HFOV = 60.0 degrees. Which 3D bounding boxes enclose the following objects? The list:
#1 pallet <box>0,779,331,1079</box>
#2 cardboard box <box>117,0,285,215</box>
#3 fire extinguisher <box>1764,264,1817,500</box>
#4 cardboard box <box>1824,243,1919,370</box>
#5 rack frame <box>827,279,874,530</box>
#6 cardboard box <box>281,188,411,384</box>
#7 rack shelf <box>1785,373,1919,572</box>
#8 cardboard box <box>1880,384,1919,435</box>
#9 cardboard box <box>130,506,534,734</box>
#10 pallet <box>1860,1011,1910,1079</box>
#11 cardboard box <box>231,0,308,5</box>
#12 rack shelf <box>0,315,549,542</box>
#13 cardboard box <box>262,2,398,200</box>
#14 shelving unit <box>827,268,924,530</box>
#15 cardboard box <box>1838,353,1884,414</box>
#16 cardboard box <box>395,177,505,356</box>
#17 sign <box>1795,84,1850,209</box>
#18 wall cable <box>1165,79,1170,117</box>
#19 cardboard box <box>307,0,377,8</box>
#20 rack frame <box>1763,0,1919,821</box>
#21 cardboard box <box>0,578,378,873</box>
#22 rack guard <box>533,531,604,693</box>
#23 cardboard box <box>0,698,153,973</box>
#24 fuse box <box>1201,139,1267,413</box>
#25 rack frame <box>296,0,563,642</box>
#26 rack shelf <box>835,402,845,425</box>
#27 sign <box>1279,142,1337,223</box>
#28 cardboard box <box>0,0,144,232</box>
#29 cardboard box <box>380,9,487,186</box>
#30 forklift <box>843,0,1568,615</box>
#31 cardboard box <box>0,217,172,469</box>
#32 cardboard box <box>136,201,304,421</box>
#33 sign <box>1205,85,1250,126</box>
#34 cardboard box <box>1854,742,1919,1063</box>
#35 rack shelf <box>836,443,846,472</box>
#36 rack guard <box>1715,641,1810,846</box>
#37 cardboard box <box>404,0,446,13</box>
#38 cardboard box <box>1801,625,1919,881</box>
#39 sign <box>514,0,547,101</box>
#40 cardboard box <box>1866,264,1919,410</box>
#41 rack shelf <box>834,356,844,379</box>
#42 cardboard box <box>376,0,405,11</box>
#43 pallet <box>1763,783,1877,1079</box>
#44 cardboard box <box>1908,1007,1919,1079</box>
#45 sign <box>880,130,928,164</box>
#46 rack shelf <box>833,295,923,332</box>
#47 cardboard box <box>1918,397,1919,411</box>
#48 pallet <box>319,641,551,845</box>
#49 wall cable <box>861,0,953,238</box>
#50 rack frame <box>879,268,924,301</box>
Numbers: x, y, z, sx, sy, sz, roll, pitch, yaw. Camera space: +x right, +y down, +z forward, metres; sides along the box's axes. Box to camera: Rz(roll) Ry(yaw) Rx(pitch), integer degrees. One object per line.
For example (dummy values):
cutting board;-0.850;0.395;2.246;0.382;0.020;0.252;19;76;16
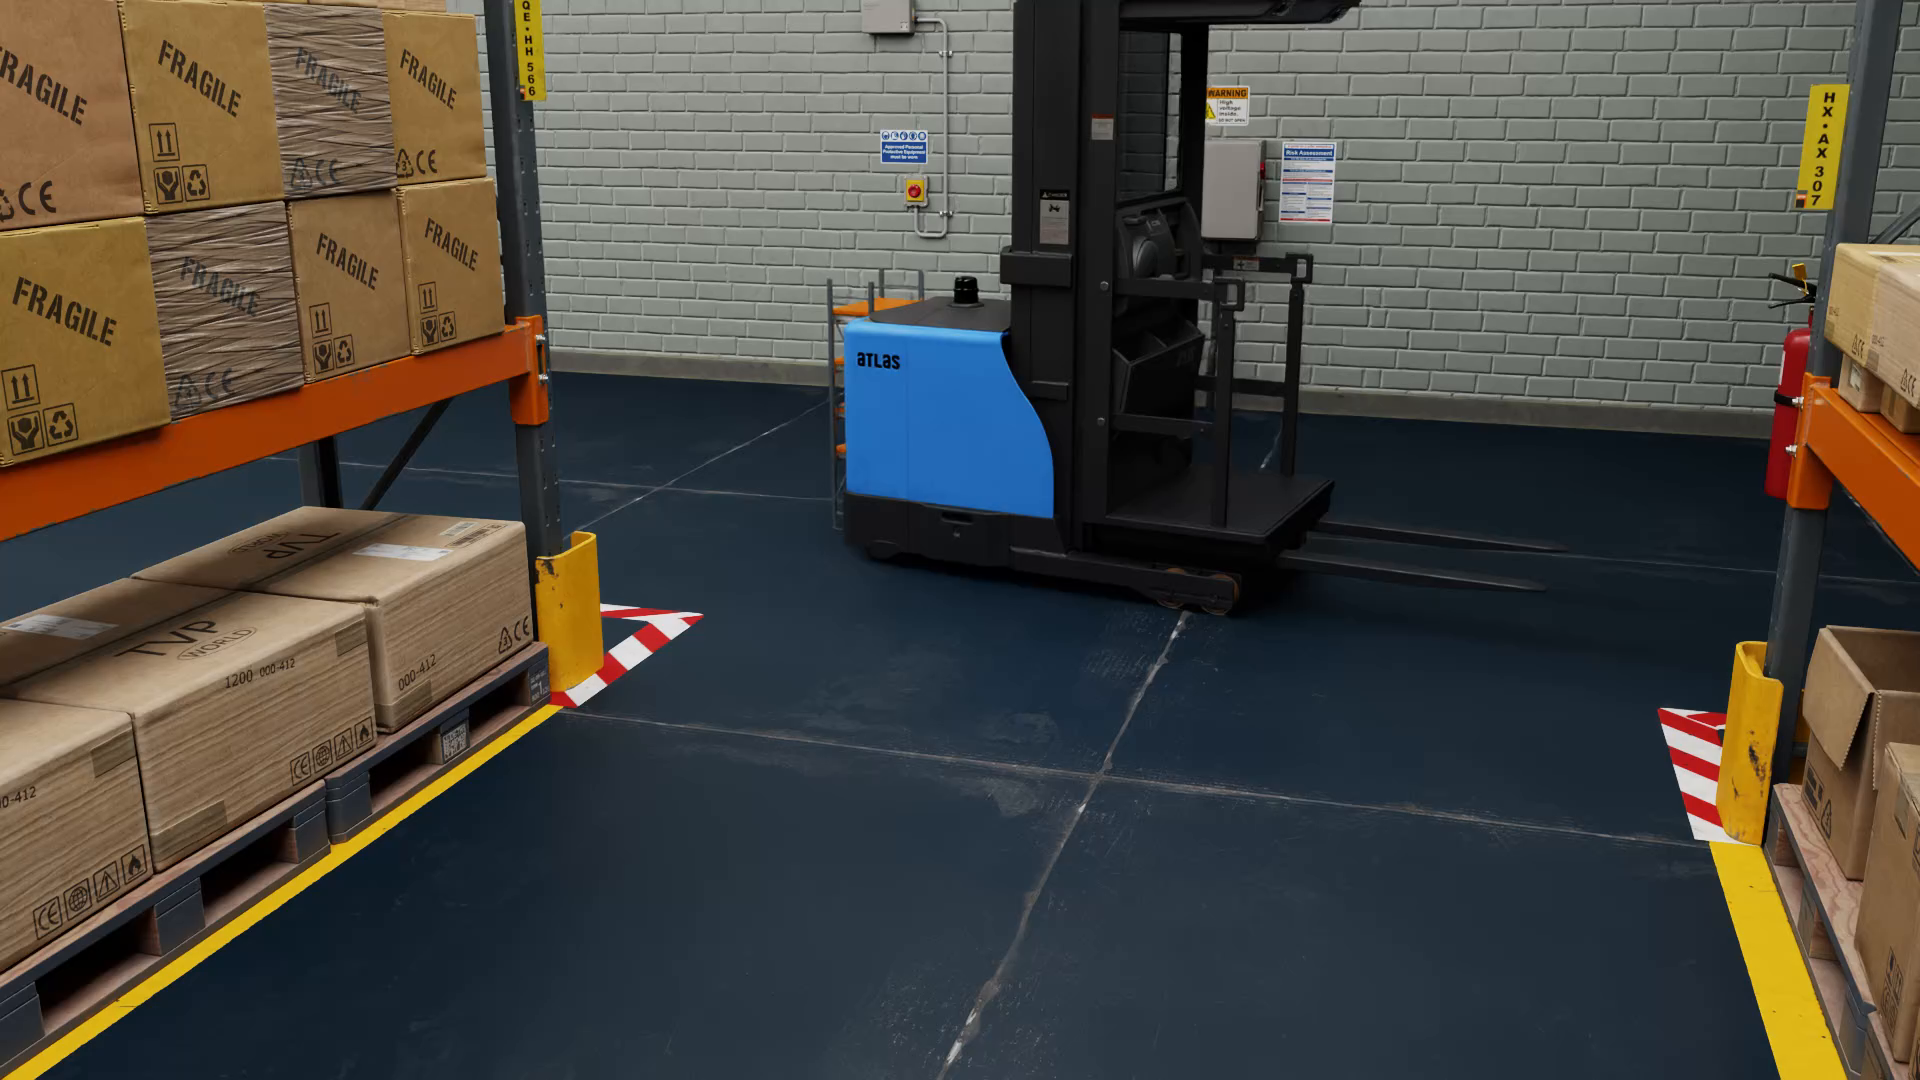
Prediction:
pallet;-2.424;0.896;4.285;1.003;0.211;1.213;5;16;16
cardboard box;-2.096;-1.096;4.180;0.500;0.500;0.500;5;16;16
fire extinguisher;2.436;-0.453;4.755;0.296;0.674;0.183;5;16;16
cardboard box;2.450;-0.569;4.067;0.500;0.250;0.500;5;17;16
rack frame;-0.504;-0.617;7.805;0.240;1.200;0.015;8;18;26
cardboard box;-1.963;-0.751;4.796;0.500;0.500;0.500;4;16;15
rack shelf;2.269;0.274;2.685;1.077;0.370;4.000;5;16;16
cardboard box;2.453;-0.340;3.991;0.380;0.149;0.250;5;17;17
cardboard box;-2.015;0.232;5.442;0.875;0.438;0.875;4;16;14
pallet;2.241;1.293;2.885;1.003;0.211;1.213;5;16;16
cardboard box;-1.986;-1.506;4.438;0.380;0.149;0.250;5;17;17
rack shelf;-2.491;-0.110;4.039;1.077;0.370;4.000;5;16;16
cardboard box;-1.952;-1.225;4.635;0.500;0.500;0.500;5;16;16
shelving unit;-0.395;-0.676;8.015;0.258;1.200;0.503;8;18;26
cardboard box;2.481;-0.410;4.238;0.380;0.149;0.250;4;16;15
cardboard box;-1.806;-0.881;5.254;0.500;0.500;0.500;5;17;16
sign;2.317;-1.054;4.462;0.100;0.325;0.005;5;16;16
wall cable;1.020;-2.838;10.477;0.588;1.984;0.122;5;16;16
cardboard box;-1.875;-1.569;4.659;0.380;0.149;0.250;4;16;15
rack frame;2.837;-0.595;4.432;1.000;3.000;0.127;5;16;16
cardboard box;-2.267;0.472;4.595;0.875;0.438;0.875;5;17;17
rack guard;-1.916;0.217;6.149;1.175;0.500;0.348;5;16;16
cardboard box;-2.525;0.707;3.764;0.875;0.438;0.875;4;16;14
fuse box;1.630;-1.636;10.460;0.539;1.711;0.414;5;16;16
rack frame;-1.923;-0.979;5.785;1.000;3.000;0.127;5;16;16
rack shelf;-0.395;-0.612;8.033;0.258;0.148;0.480;8;18;26
sign;2.162;-2.226;10.353;0.329;0.494;0.001;5;16;16
cardboard box;-2.240;-0.964;3.717;0.500;0.500;0.500;5;16;15
cardboard box;-1.832;-1.364;5.125;0.500;0.500;0.500;5;17;18
forklift;1.025;-1.270;6.934;3.031;2.935;1.130;8;18;26
cardboard box;-2.234;-0.479;3.839;0.500;0.500;0.500;5;17;18
cardboard box;-2.100;-0.615;4.318;0.500;0.500;0.500;5;17;17
sign;1.635;-2.711;10.377;0.339;0.242;0.001;5;16;16
cardboard box;2.292;0.778;3.399;0.700;0.500;0.500;5;17;18
rack shelf;-0.395;-0.421;8.087;0.258;0.148;0.480;8;18;26
rack guard;2.816;0.627;4.703;1.175;0.500;0.348;5;16;16
cardboard box;-1.833;-1.711;5.161;0.380;0.149;0.250;5;17;17
cardboard box;2.572;0.556;4.177;0.797;0.503;0.637;4;16;14
sign;-1.407;-1.605;5.434;0.100;0.325;0.005;5;16;16
cardboard box;2.307;-0.437;3.602;0.500;0.250;0.500;5;17;16
rack shelf;-0.395;-0.827;7.972;0.258;0.148;0.480;8;18;26
cardboard box;-1.882;-1.643;4.920;0.380;0.149;0.250;5;17;17
pallet;2.590;0.975;4.007;1.003;0.211;1.213;5;16;16
cardboard box;2.046;0.909;2.939;0.500;0.500;0.500;5;17;17
sign;-0.372;-2.606;11.026;0.327;0.218;0.001;5;16;16
rack shelf;-0.395;-1.054;7.908;0.258;0.148;0.480;8;18;26
cardboard box;2.166;-0.304;3.133;0.500;0.250;0.500;4;16;15
pallet;-2.075;0.577;5.407;1.003;0.211;1.213;5;16;16
wall cable;-0.343;-2.960;10.850;0.585;1.953;0.123;5;16;16
rack frame;-0.285;-0.736;8.225;0.240;1.200;0.015;8;18;26
